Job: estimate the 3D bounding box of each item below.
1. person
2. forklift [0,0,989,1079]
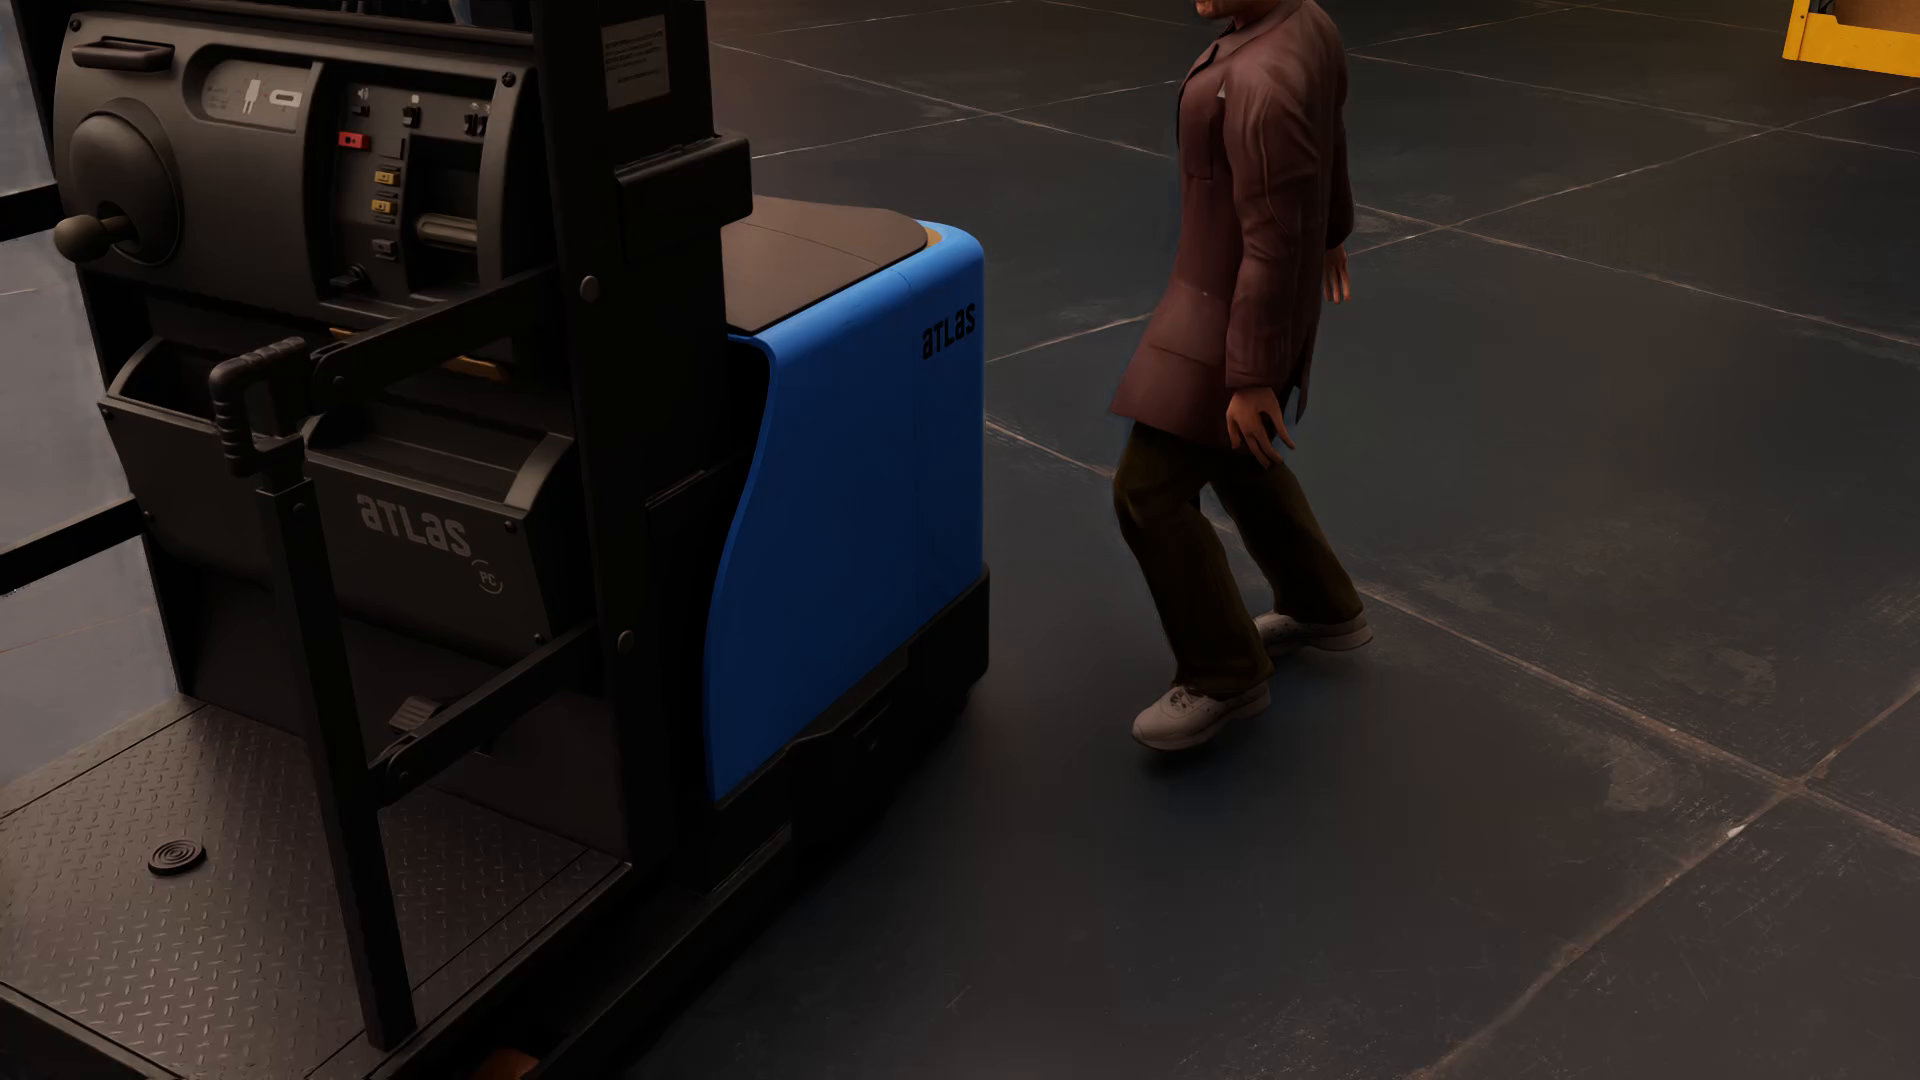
[{"bbox_3d":[0.646,-0.460,3.486,0.557,1.748,0.934,11,28,20],"label":"person"},{"bbox_3d":[-1.090,-0.512,2.234,1.130,2.935,3.031,14,30,26],"label":"forklift"}]
